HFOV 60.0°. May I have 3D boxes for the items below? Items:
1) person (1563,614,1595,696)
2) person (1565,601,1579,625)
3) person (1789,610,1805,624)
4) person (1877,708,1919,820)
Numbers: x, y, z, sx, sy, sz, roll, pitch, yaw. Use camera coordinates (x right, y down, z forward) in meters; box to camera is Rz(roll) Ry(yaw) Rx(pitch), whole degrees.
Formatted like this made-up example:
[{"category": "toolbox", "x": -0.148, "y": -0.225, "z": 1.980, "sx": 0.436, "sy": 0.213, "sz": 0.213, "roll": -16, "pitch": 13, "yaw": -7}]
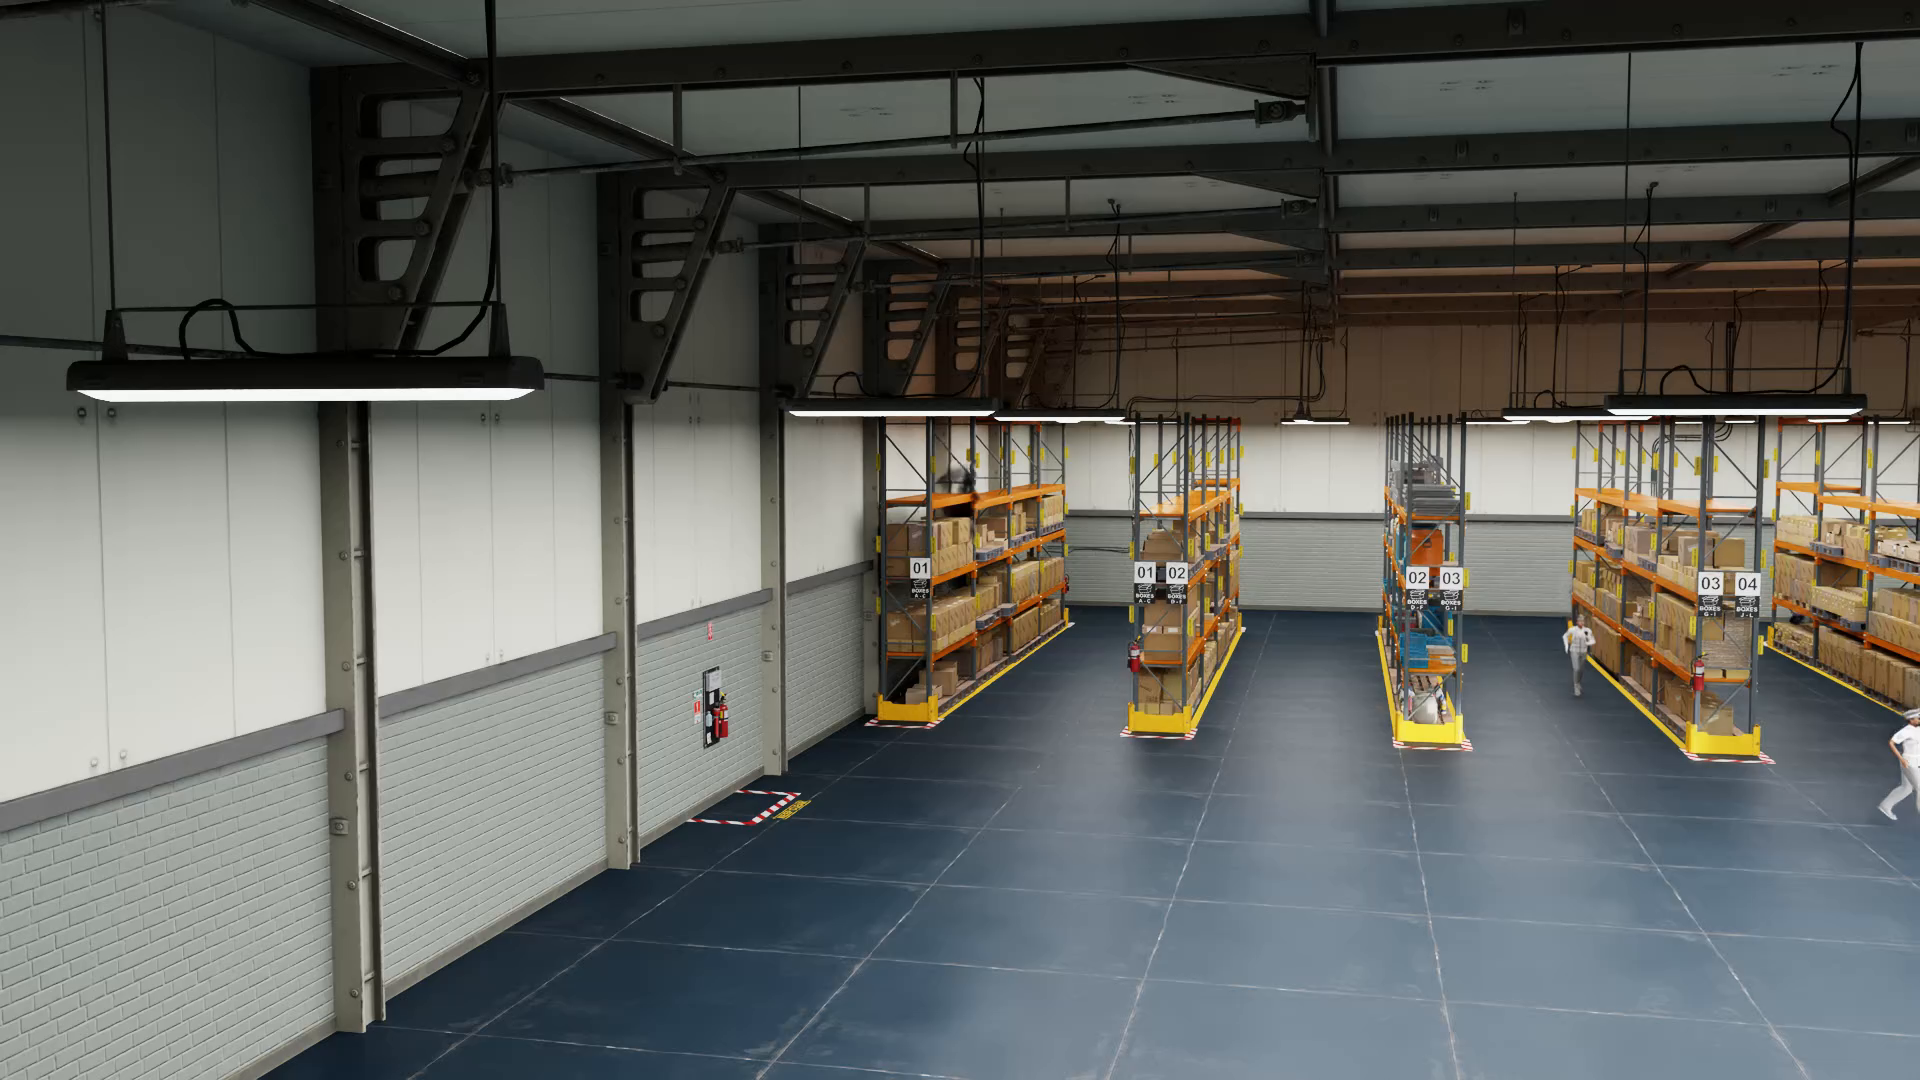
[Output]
[{"category": "person", "x": 13.322, "y": 2.442, "z": 35.742, "sx": 0.614, "sy": 1.702, "sz": 0.816, "roll": 1, "pitch": 4, "yaw": 9}, {"category": "person", "x": 17.180, "y": 1.774, "z": 46.077, "sx": 0.795, "sy": 1.728, "sz": 0.695, "roll": 2, "pitch": 4, "yaw": 30}, {"category": "person", "x": 22.594, "y": 1.944, "z": 44.727, "sx": 0.545, "sy": 1.477, "sz": 0.698, "roll": 2, "pitch": 5, "yaw": 33}, {"category": "person", "x": 13.611, "y": 3.253, "z": 23.793, "sx": 0.878, "sy": 1.718, "sz": 0.561, "roll": 4, "pitch": 5, "yaw": 43}]
